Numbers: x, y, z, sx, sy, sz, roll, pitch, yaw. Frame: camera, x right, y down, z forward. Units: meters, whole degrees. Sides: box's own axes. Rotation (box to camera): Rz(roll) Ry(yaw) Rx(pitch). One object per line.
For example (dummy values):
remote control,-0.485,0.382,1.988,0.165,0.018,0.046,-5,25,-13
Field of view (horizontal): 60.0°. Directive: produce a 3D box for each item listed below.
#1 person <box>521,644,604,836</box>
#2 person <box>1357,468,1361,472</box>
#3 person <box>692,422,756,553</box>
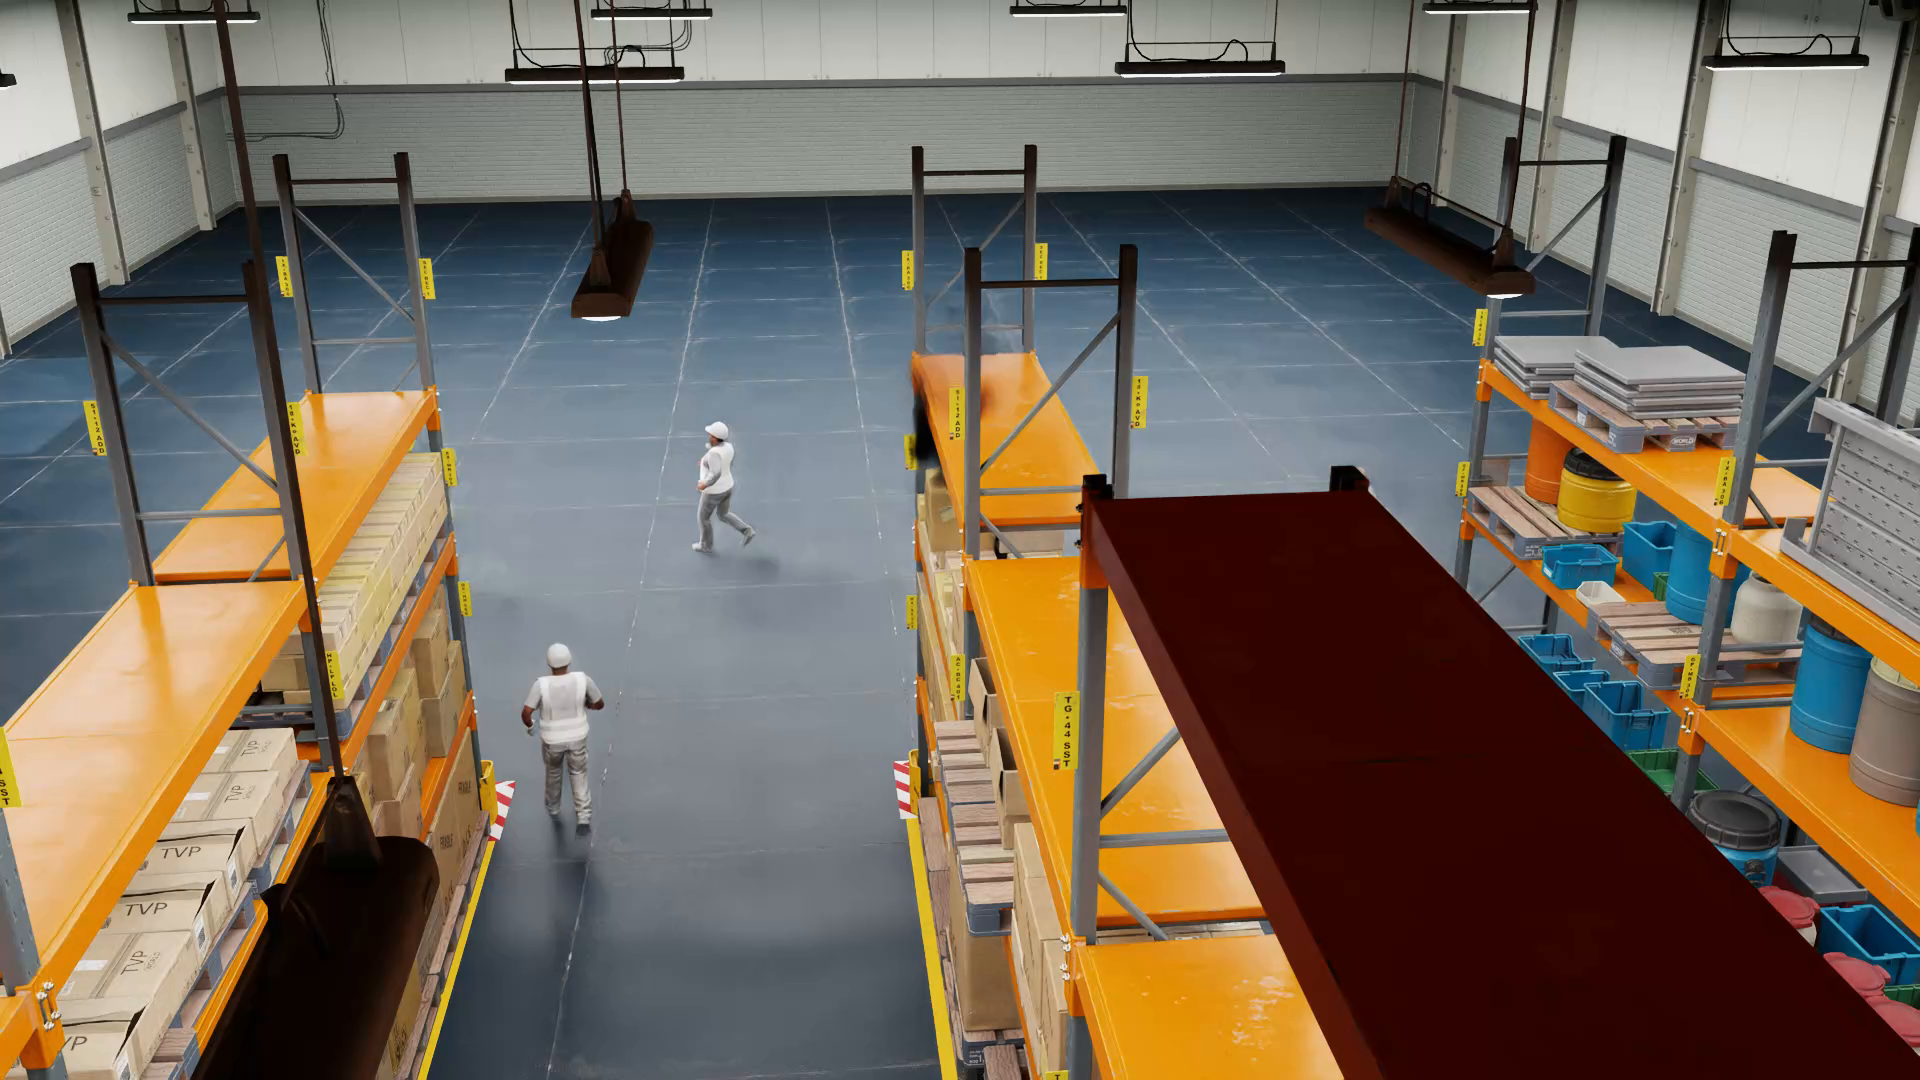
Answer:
person,-3.506,1.744,14.728,0.729,1.763,0.993,-9,23,-22
person,4.458,-0.022,19.357,0.571,1.740,0.717,10,24,23
person,-3.022,-0.651,20.914,0.878,1.746,0.633,9,23,22
